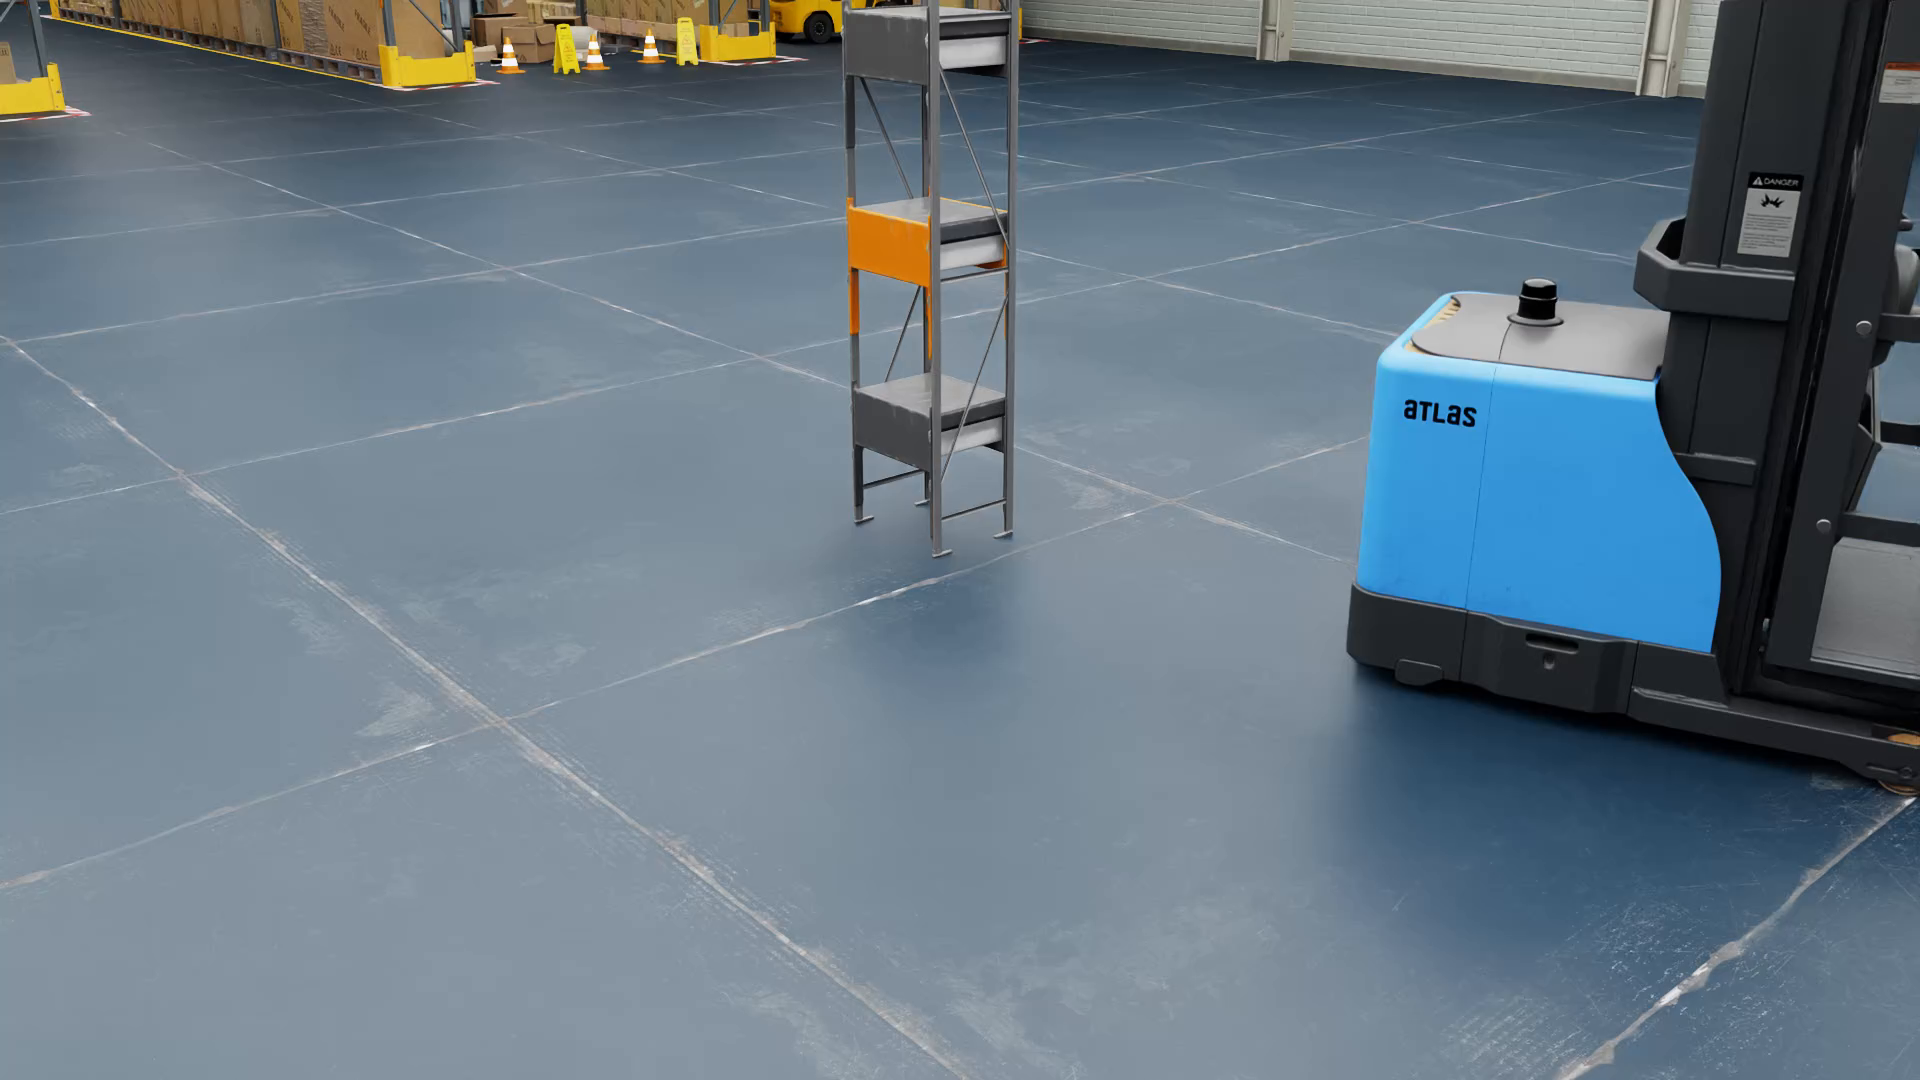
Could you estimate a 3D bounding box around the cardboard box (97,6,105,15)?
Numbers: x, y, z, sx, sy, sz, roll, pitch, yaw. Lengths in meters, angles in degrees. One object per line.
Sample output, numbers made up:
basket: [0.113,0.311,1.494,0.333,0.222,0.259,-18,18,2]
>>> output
cardboard box: [-15.618,-9.741,30.576,0.380,0.149,0.250,-19,28,-39]

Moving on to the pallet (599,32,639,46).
pallet: [-5.405,-8.217,27.175,1.003,0.211,1.213,-17,27,-37]

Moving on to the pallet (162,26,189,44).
pallet: [-12.674,-8.510,27.921,1.003,0.211,1.213,-17,27,-37]

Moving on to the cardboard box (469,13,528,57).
cardboard box: [-6.941,-7.628,25.082,0.797,0.637,0.503,-17,27,-37]

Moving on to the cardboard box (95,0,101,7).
cardboard box: [-15.597,-9.856,30.461,0.380,0.149,0.250,-19,28,-39]

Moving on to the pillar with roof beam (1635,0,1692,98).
pillar with roof beam: [5.298,-8.630,16.180,9.100,9.000,0.400,-17,27,-37]

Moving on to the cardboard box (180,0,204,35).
cardboard box: [-11.836,-8.550,26.709,1.050,0.750,0.750,-18,28,-38]

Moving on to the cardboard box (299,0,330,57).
cardboard box: [-8.606,-7.254,23.230,0.875,0.875,0.875,-17,27,-37]

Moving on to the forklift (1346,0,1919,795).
forklift: [2.798,-0.840,4.609,3.031,2.935,1.130,10,24,25]

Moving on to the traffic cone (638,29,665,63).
traffic cone: [-4.517,-7.218,24.279,0.336,0.463,0.334,-17,27,-37]

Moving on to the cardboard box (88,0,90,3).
cardboard box: [-16.169,-10.177,31.281,0.380,0.149,0.250,-16,26,-35]

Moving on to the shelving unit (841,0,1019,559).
shelving unit: [-0.108,-1.023,6.218,0.431,2.100,0.503,-17,27,-37]

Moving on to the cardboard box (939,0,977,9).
cardboard box: [-0.056,-8.978,27.803,0.500,0.250,0.500,-18,28,-38]

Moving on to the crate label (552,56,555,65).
crate label: [-5.697,-6.911,23.940,0.298,0.136,0.250,7,23,18]

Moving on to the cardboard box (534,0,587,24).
cardboard box: [-6.687,-9.007,28.394,0.950,0.372,0.625,-15,26,-34]

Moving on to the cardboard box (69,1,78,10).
cardboard box: [-16.804,-10.233,31.830,0.380,0.149,0.250,-17,27,-37]

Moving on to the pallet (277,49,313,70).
pallet: [-9.117,-6.959,23.963,1.003,0.211,1.213,-17,27,-37]

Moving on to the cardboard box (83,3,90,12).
cardboard box: [-16.268,-10.025,31.299,0.380,0.149,0.250,-17,27,-37]

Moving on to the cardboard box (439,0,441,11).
cardboard box: [-9.448,-10.462,31.420,0.875,0.875,0.875,-17,27,-37]

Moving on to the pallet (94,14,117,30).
pallet: [-15.242,-9.576,30.642,1.003,0.211,1.213,-17,27,-37]

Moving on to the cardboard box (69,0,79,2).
cardboard box: [-16.792,-10.370,31.773,0.380,0.149,0.250,-16,27,-36]

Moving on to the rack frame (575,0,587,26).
rack frame: [-5.870,-9.693,27.118,1.000,3.000,0.127,-17,27,-37]

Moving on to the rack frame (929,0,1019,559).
rack frame: [0.051,-0.956,6.046,0.400,2.100,0.015,-17,27,-37]

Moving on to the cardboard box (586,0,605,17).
cardboard box: [-5.690,-8.730,26.826,0.500,0.500,0.500,-16,26,-35]

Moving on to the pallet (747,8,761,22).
pallet: [-3.424,-10.109,32.003,1.003,0.211,1.213,-17,27,-37]

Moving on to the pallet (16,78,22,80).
pallet: [-12.112,-5.521,20.290,1.003,0.211,1.213,-17,27,-37]

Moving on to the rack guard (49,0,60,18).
rack guard: [-17.338,-10.617,32.905,1.175,0.500,0.348,-17,27,-37]

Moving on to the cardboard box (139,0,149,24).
cardboard box: [-13.796,-9.174,28.645,0.500,0.500,0.500,-17,27,-37]

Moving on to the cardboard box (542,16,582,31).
cardboard box: [-6.202,-7.910,25.991,0.500,0.500,0.500,0,21,-1]

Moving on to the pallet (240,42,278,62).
pallet: [-10.115,-7.383,25.045,1.003,0.211,1.213,-17,27,-37]

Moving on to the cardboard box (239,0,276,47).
cardboard box: [-10.028,-7.785,24.755,1.050,0.750,0.750,-18,27,-38]

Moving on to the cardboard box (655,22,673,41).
cardboard box: [-4.323,-7.807,25.498,0.500,0.250,0.500,-17,27,-37]

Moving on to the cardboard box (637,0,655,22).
cardboard box: [-4.647,-8.296,25.718,0.500,0.500,0.500,-18,28,-39]

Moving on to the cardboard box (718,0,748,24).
cardboard box: [-3.592,-8.147,25.338,0.500,0.500,0.500,-19,28,-39]

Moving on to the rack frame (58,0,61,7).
rack frame: [-17.388,-11.802,32.503,1.000,3.000,0.127,-17,27,-37]

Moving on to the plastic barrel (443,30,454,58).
plastic barrel: [-7.652,-7.339,24.640,0.512,0.421,0.421,0,21,-1]

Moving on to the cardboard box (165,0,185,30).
cardboard box: [-12.793,-8.743,27.545,0.500,0.500,0.500,-18,27,-38]

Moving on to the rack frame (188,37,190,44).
rack frame: [-12.165,-9.592,26.860,1.000,3.000,0.127,-17,27,-37]

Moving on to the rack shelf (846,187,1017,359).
rack shelf: [-0.108,-1.011,6.223,0.431,0.518,0.480,-17,27,-37]

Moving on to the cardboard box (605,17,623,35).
cardboard box: [-5.333,-8.236,26.593,0.500,0.250,0.500,-16,26,-34]

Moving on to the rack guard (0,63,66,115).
rack guard: [-10.817,-5.086,18.783,1.175,0.500,0.348,-17,27,-37]

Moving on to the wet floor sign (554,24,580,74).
wet floor sign: [-5.425,-6.749,22.829,0.232,0.644,0.267,17,27,36]

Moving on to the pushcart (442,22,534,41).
pushcart: [-7.565,-7.915,26.176,0.936,0.377,1.648,12,24,27]
